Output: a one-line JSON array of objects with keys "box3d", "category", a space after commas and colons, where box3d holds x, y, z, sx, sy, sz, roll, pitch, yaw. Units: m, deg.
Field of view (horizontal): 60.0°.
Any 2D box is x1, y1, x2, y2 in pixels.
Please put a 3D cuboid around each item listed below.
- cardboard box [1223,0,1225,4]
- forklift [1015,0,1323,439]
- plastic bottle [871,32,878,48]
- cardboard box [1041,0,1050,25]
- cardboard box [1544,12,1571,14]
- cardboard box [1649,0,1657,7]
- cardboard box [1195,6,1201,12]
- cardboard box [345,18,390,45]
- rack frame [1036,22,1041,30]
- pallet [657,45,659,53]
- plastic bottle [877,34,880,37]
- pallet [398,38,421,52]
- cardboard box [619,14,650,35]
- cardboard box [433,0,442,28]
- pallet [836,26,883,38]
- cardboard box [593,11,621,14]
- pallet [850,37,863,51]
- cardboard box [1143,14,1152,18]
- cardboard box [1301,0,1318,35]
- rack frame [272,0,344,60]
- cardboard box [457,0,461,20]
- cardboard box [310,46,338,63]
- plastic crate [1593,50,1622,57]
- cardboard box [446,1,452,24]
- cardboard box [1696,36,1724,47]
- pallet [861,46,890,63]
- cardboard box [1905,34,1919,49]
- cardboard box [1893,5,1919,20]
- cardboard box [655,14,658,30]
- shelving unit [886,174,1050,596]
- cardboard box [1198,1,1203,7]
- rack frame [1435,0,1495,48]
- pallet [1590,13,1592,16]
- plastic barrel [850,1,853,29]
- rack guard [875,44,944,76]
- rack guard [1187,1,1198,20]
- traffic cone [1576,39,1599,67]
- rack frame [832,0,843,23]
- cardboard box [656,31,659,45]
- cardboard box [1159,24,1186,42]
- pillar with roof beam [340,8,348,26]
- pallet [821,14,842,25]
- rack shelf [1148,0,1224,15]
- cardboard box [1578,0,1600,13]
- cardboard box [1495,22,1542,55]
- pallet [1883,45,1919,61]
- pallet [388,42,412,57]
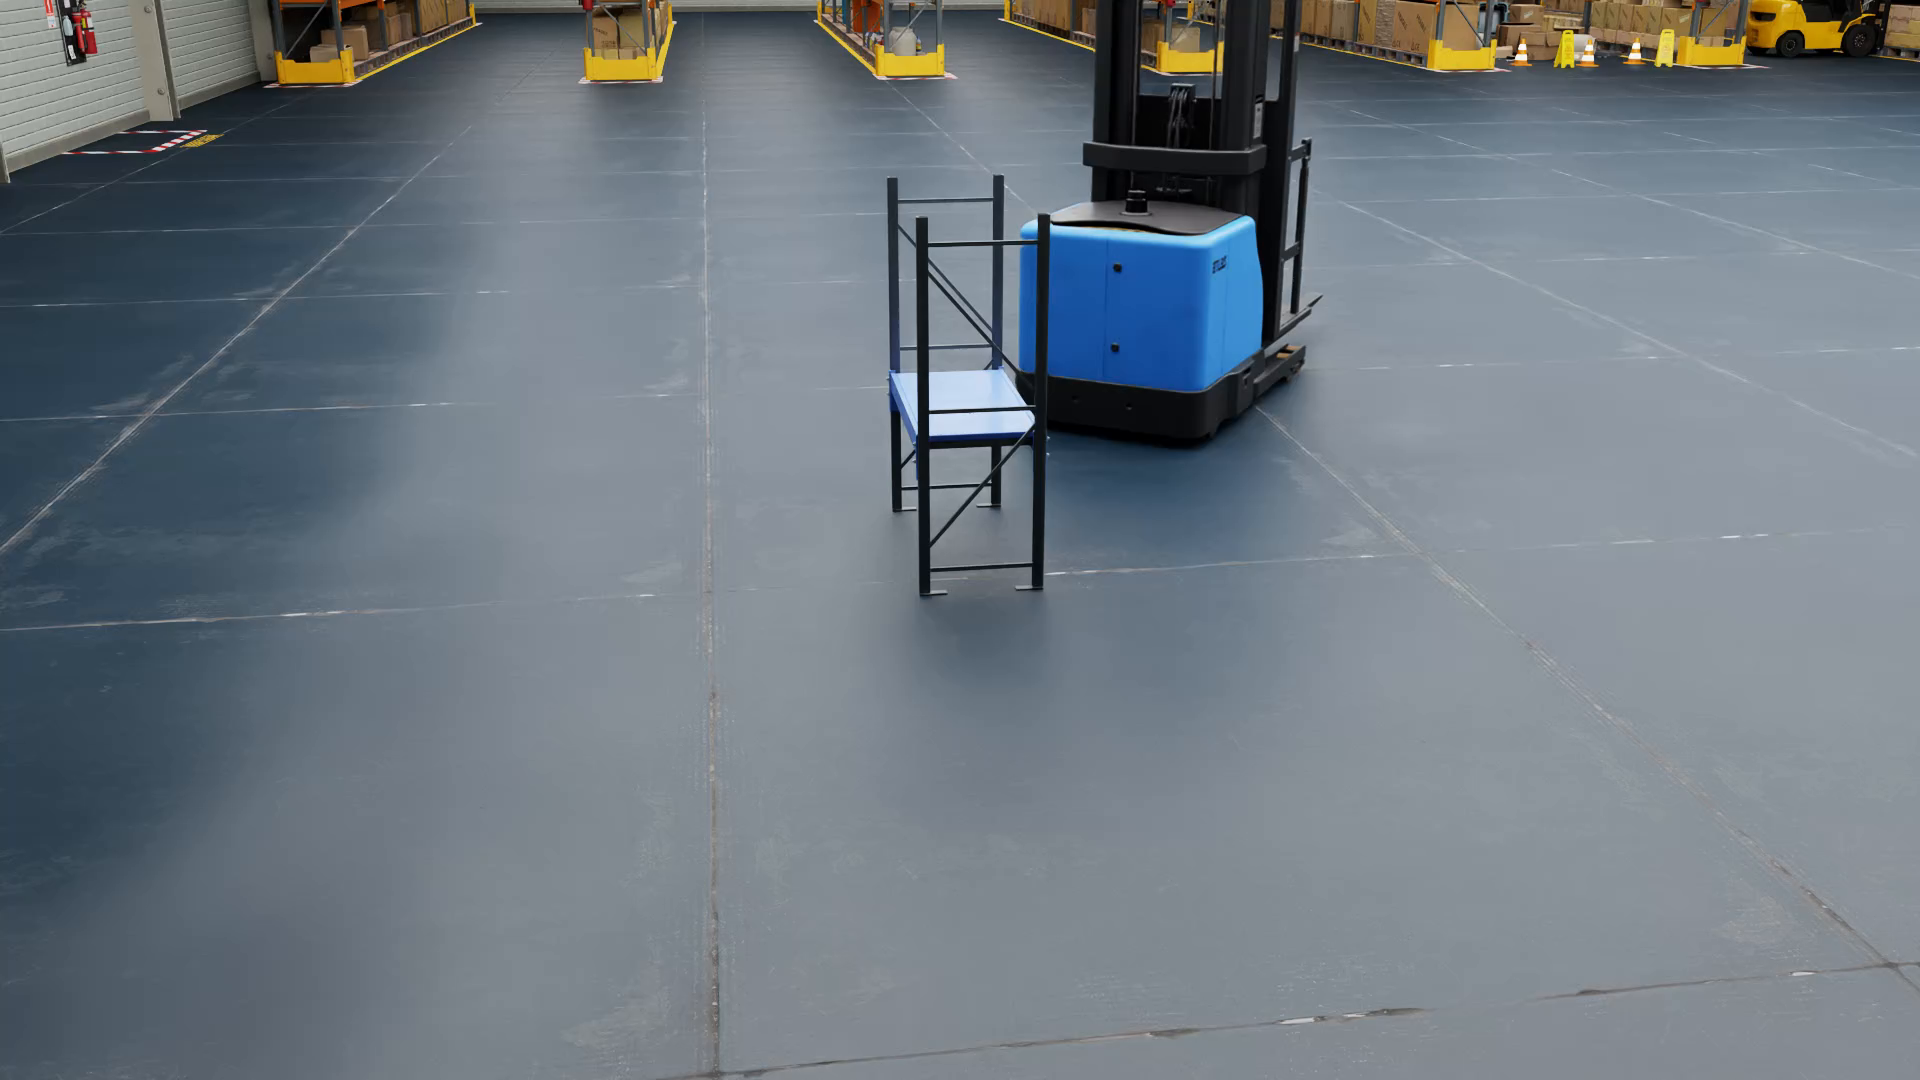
[{"box3d": [6.765, -13.670, 42.154, 0.380, 0.149, 0.250, -4, 21, -10], "category": "cardboard box"}, {"box3d": [1.400, -2.359, 9.344, 1.130, 2.935, 3.031, 10, 23, 25], "category": "forklift"}, {"box3d": [-1.566, -9.218, 30.767, 0.144, 0.351, 0.185, -2, 21, -6], "category": "plastic bottle"}, {"box3d": [2.603, -12.521, 38.891, 1.225, 0.875, 0.875, -4, 21, -10], "category": "cardboard box"}, {"box3d": [12.930, -11.479, 36.820, 0.950, 0.372, 0.625, -3, 21, -9], "category": "cardboard box"}, {"box3d": [13.371, -10.234, 31.661, 0.380, 0.149, 0.250, -3, 21, -7], "category": "cardboard box"}, {"box3d": [6.466, -14.114, 44.192, 0.380, 0.149, 0.250, -2, 21, -7], "category": "cardboard box"}, {"box3d": [-11.437, -9.796, 32.101, 0.700, 0.500, 0.500, -3, 21, -9], "category": "cardboard box"}, {"box3d": [2.361, -13.850, 40.011, 1.000, 3.000, 0.127, -3, 21, -8], "category": "rack frame"}, {"box3d": [-6.613, -9.952, 33.560, 1.003, 0.211, 1.213, -3, 21, -8], "category": "pallet"}, {"box3d": [-1.541, -9.414, 31.404, 0.097, 0.271, 0.097, 0, 20, 0], "category": "plastic bottle"}, {"box3d": [-11.656, -10.139, 34.060, 1.003, 0.211, 1.213, -3, 21, -8], "category": "pallet"}, {"box3d": [-5.728, -8.999, 29.282, 0.500, 0.500, 0.500, -3, 21, -8], "category": "cardboard box"}, {"box3d": [-11.990, -11.764, 36.899, 0.750, 0.750, 0.750, -2, 21, -6], "category": "cardboard box"}, {"box3d": [-2.291, -11.601, 37.976, 1.003, 0.211, 1.213, -3, 21, -8], "category": "pallet"}, {"box3d": [-6.388, -9.319, 30.138, 0.500, 0.500, 0.500, -3, 21, -8], "category": "cardboard box"}, {"box3d": [-1.718, -10.217, 34.270, 1.003, 0.211, 1.213, -3, 21, -8], "category": "pallet"}, {"box3d": [3.447, -10.329, 33.528, 0.700, 0.500, 0.500, -5, 21, -12], "category": "cardboard box"}, {"box3d": [7.989, -11.305, 35.813, 1.050, 0.750, 0.750, -3, 21, -7], "category": "cardboard box"}, {"box3d": [-10.614, -8.946, 26.881, 1.000, 3.000, 0.127, -3, 21, -8], "category": "rack frame"}, {"box3d": [-12.575, -12.927, 40.511, 0.700, 0.500, 0.500, -4, 21, -10], "category": "cardboard box"}, {"box3d": [-10.625, -8.136, 27.928, 0.500, 0.311, 0.500, -5, 21, -14], "category": "cardboard box"}, {"box3d": [12.736, -9.627, 32.878, 0.402, 0.080, 0.583, -11, 23, -26], "category": "plastic crate"}, {"box3d": [-12.350, -12.390, 39.076, 0.700, 0.500, 0.500, -3, 21, -7], "category": "cardboard box"}, {"box3d": [14.055, -9.397, 31.418, 0.500, 0.250, 0.500, -3, 21, -8], "category": "cardboard box"}, {"box3d": [-1.331, -9.289, 31.786, 1.003, 0.211, 1.213, -3, 21, -8], "category": "pallet"}, {"box3d": [18.428, -9.502, 31.700, 0.500, 0.250, 0.500, -3, 21, -7], "category": "cardboard box"}, {"box3d": [18.354, -10.144, 31.989, 0.500, 0.250, 0.500, -3, 21, -7], "category": "cardboard box"}, {"box3d": [-6.245, -10.262, 32.932, 0.500, 0.311, 0.500, -4, 21, -10], "category": "cardboard box"}, {"box3d": [0.012, -0.673, 6.875, 0.538, 1.500, 1.048, -3, 21, -8], "category": "shelving unit"}, {"box3d": [6.512, -14.159, 43.887, 0.380, 0.149, 0.250, -3, 21, -8], "category": "cardboard box"}, {"box3d": [9.014, -9.910, 29.463, 1.000, 3.000, 0.127, -3, 21, -8], "category": "rack frame"}, {"box3d": [16.981, -13.533, 43.148, 1.003, 0.211, 1.213, -3, 21, -8], "category": "pallet"}, {"box3d": [-2.214, -11.842, 37.481, 0.600, 0.588, 0.708, -3, 21, -8], "category": "plastic barrel"}, {"box3d": [-0.868, -8.298, 28.720, 1.175, 0.500, 0.348, -3, 21, -8], "category": "rack guard"}, {"box3d": [6.718, -14.253, 44.662, 1.175, 0.500, 0.348, -3, 21, -8], "category": "rack guard"}, {"box3d": [11.510, -8.917, 30.429, 0.336, 0.463, 0.334, -3, 21, -8], "category": "traffic cone"}, {"box3d": [-2.540, -13.600, 39.342, 1.000, 3.000, 0.127, -3, 21, -8], "category": "rack frame"}, {"box3d": [-6.174, -9.820, 32.550, 0.500, 0.250, 0.500, -2, 21, -6], "category": "cardboard box"}, {"box3d": [3.897, -9.143, 30.382, 0.500, 0.500, 0.500, 2, 21, 6], "category": "cardboard box"}, {"box3d": [-8.176, -14.249, 32.506, 9.100, 9.000, 0.400, -3, 21, -8], "category": "pillar with roof beam"}, {"box3d": [-3.036, -13.391, 42.769, 1.003, 0.211, 1.213, -3, 21, -8], "category": "pallet"}, {"box3d": [3.803, -10.051, 30.867, 1.077, 0.370, 4.000, -3, 21, -8], "category": "rack shelf"}, {"box3d": [16.731, -14.138, 43.755, 0.700, 0.500, 0.500, -4, 21, -10], "category": "cardboard box"}, {"box3d": [10.996, -9.893, 32.791, 0.797, 0.637, 0.503, -3, 21, -8], "category": "cardboard box"}, {"box3d": [18.657, -9.403, 32.090, 1.003, 0.211, 1.213, -3, 21, -8], "category": "pallet"}, {"box3d": [-11.483, -9.717, 32.931, 1.003, 0.211, 1.213, -3, 21, -8], "category": "pallet"}]
